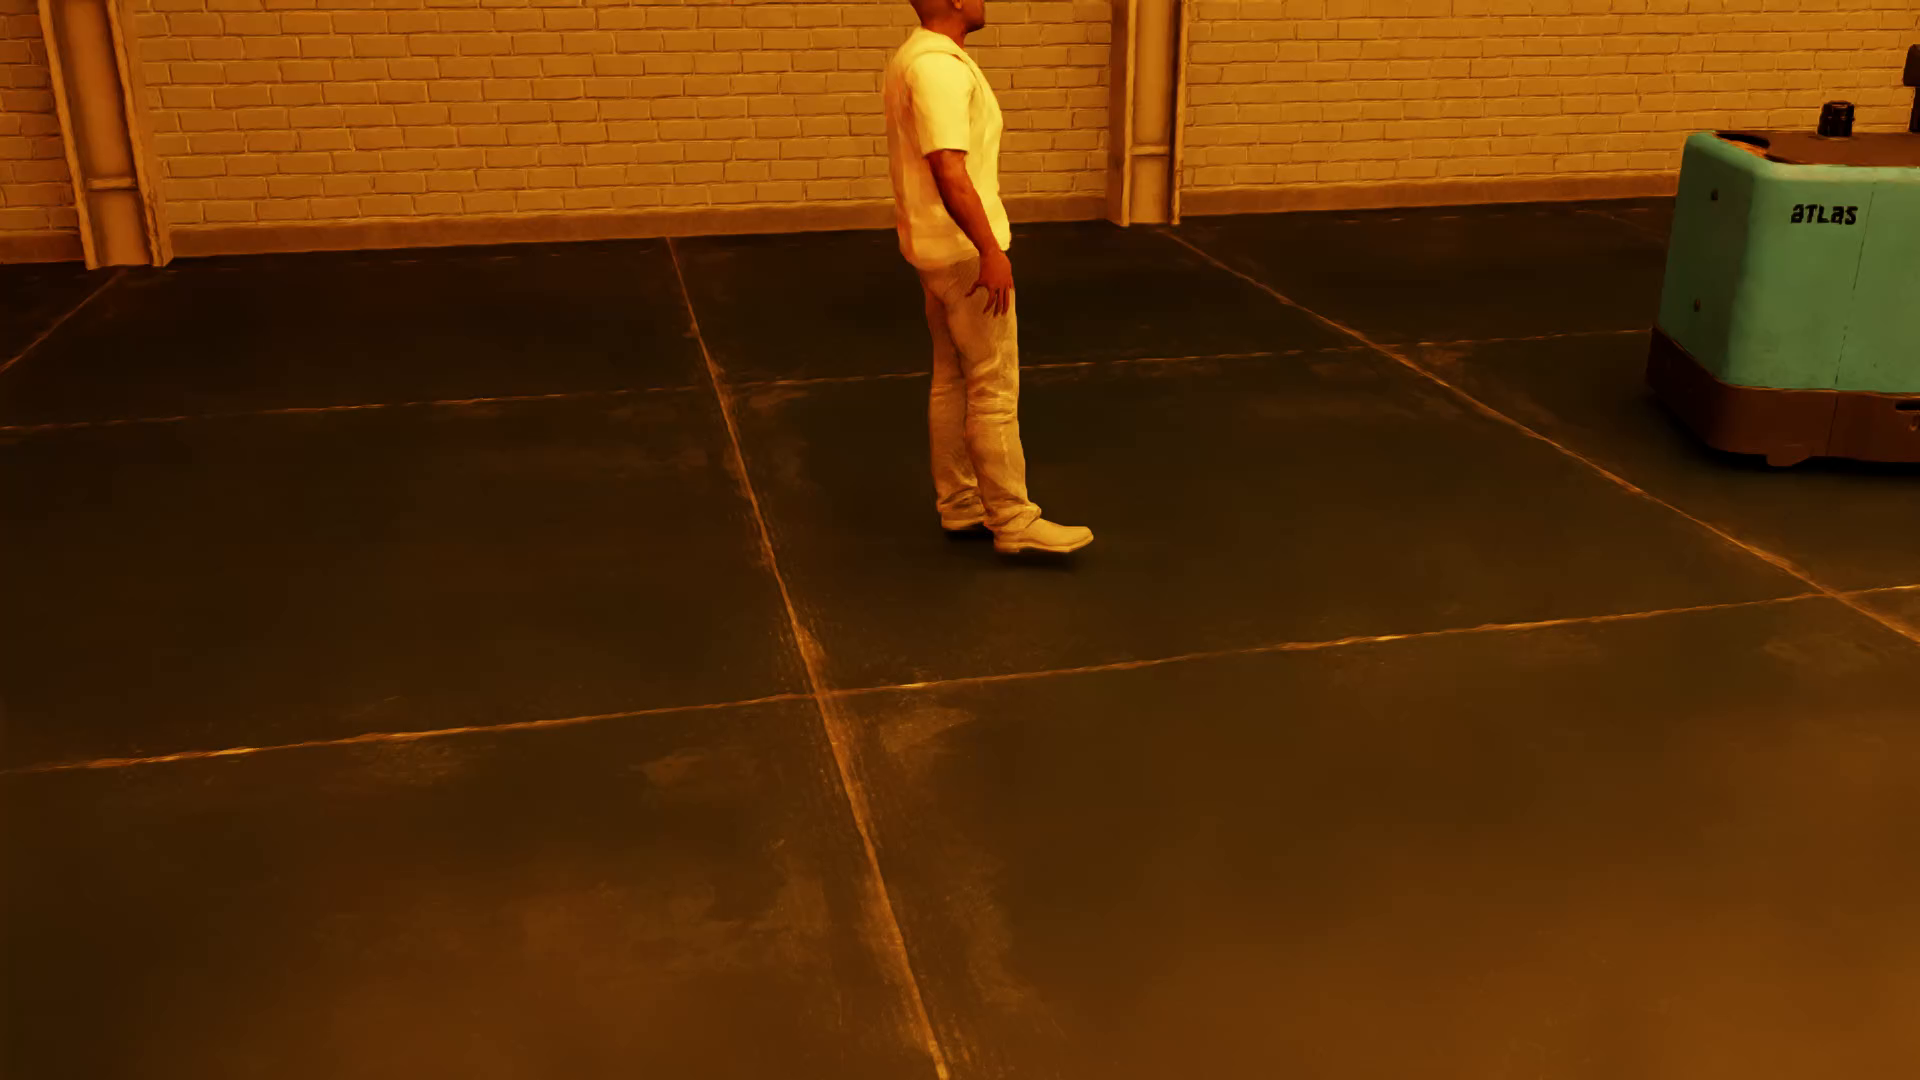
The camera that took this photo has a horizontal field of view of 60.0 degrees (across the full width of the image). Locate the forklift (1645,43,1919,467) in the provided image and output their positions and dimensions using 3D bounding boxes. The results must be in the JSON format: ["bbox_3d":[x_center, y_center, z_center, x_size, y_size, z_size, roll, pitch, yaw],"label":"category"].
[{"bbox_3d":[4.245,-1.729,5.715,3.031,2.935,1.130,3,21,7],"label":"forklift"}]

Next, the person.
[{"bbox_3d":[0.069,-0.872,4.976,0.576,1.766,0.665,-5,21,-12],"label":"person"}]
